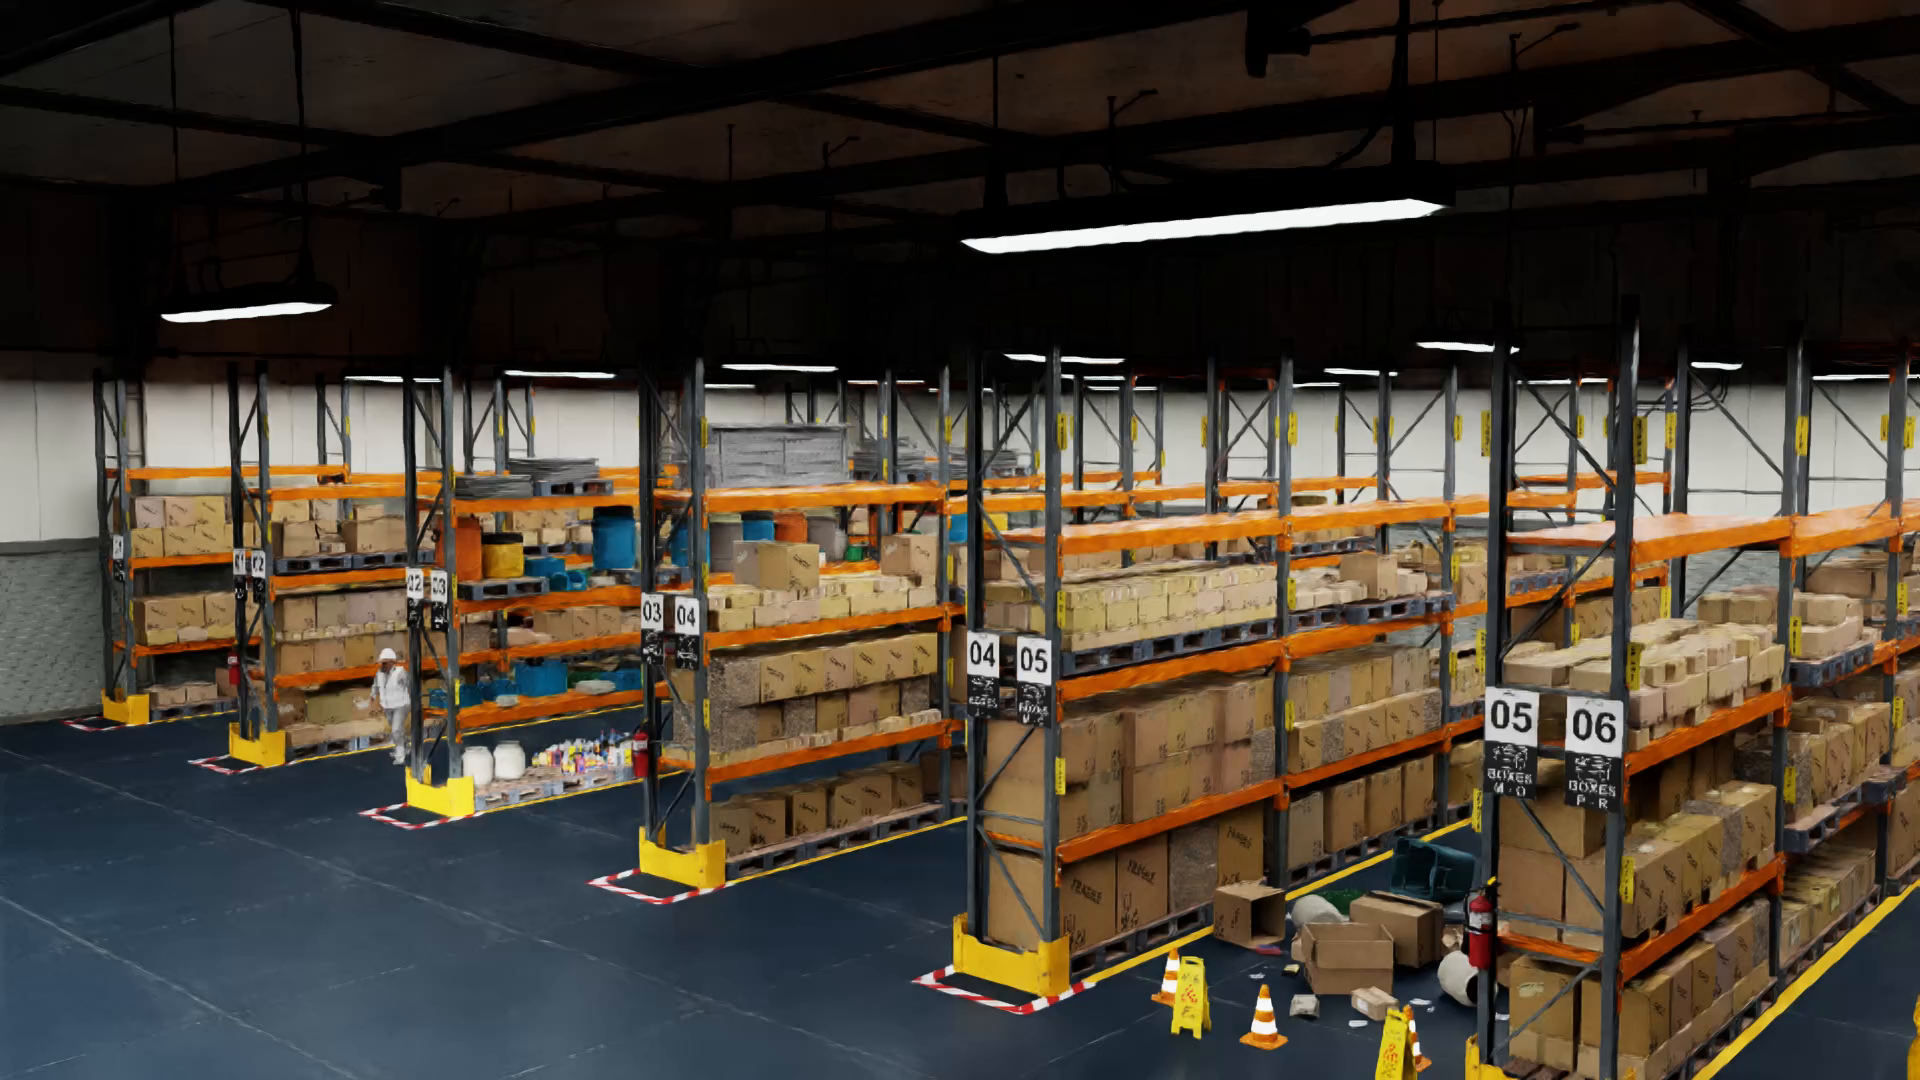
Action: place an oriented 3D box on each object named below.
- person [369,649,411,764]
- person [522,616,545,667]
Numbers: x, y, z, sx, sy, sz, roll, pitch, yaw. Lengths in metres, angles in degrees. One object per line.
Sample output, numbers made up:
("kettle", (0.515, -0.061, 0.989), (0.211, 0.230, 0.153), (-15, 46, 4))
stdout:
("person", (-8.474, 2.465, 24.987), (0.688, 1.710, 0.825), (2, 5, 23))
("person", (-7.848, 2.145, 30.691), (0.566, 1.541, 0.519), (3, 5, 39))
